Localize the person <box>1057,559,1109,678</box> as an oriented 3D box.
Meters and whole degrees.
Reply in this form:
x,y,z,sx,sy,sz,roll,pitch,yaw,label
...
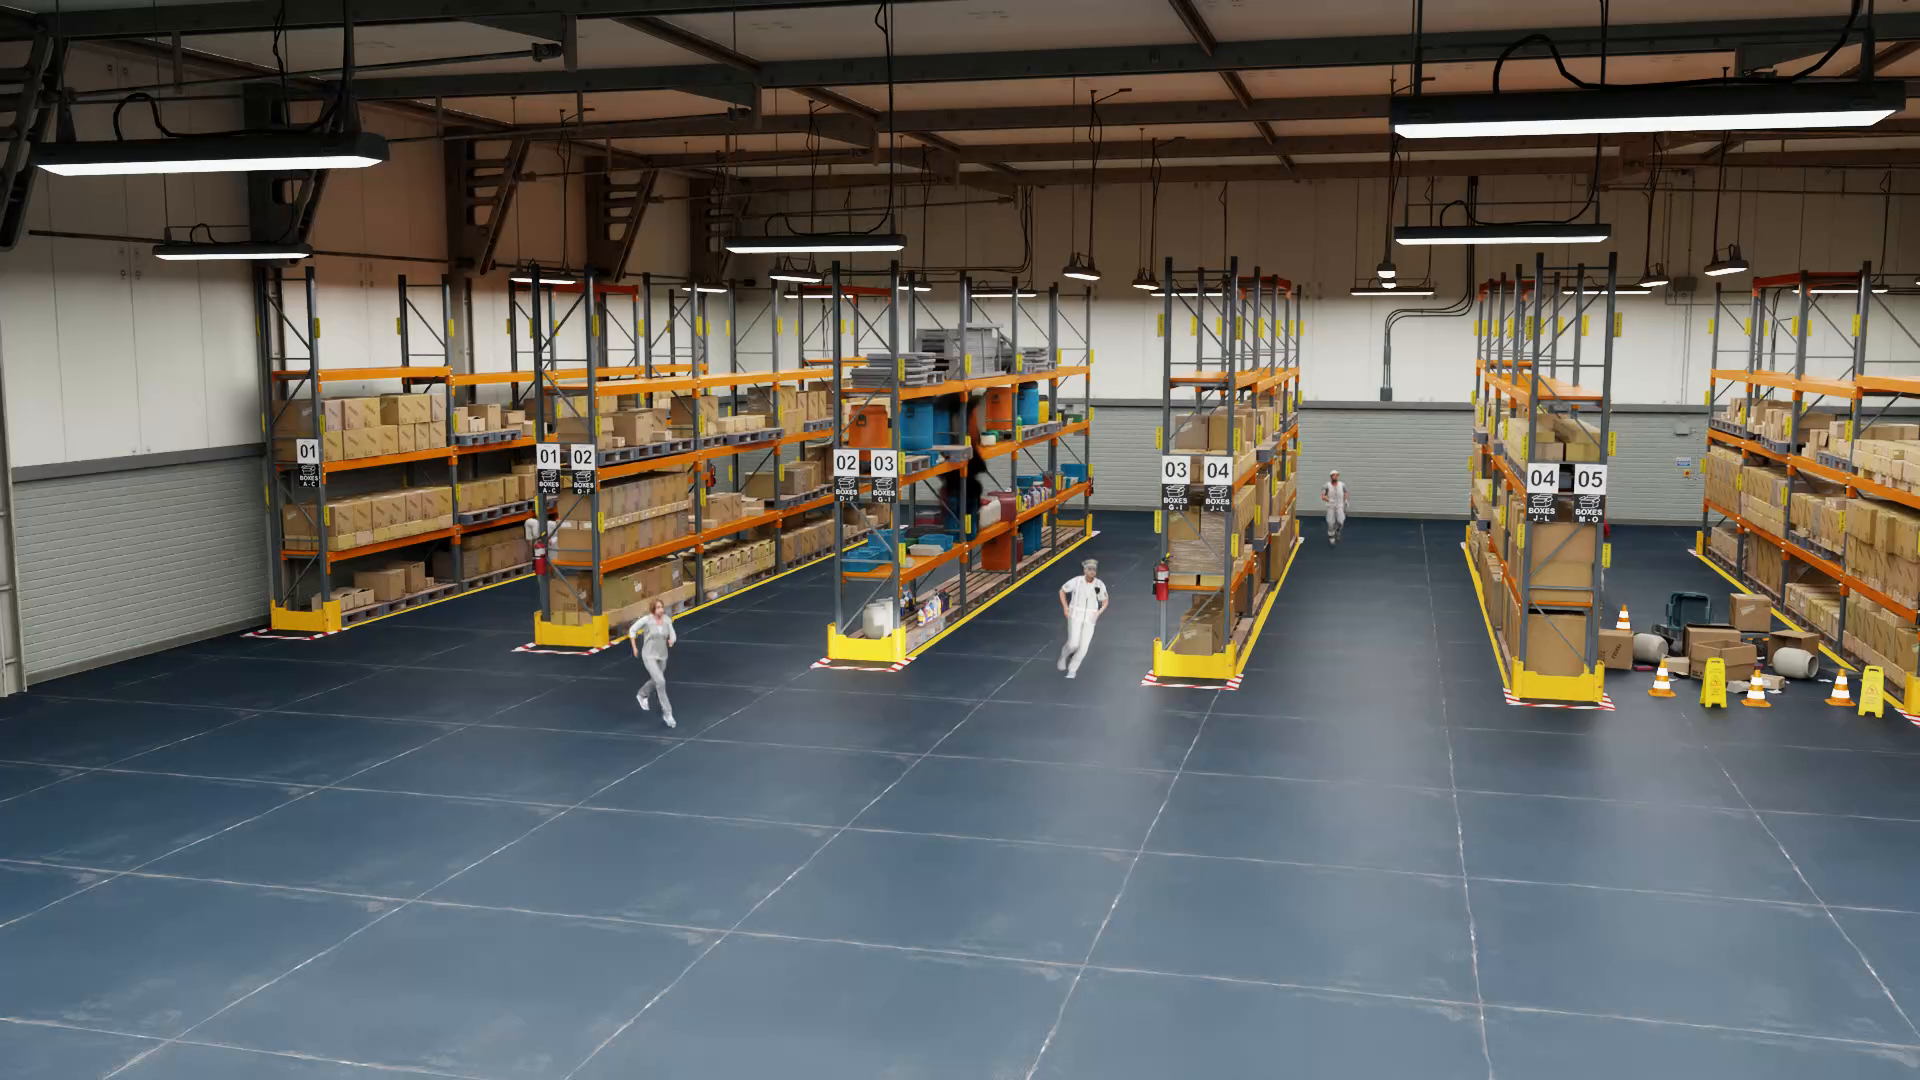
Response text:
x,y,z,sx,sy,sz,roll,pitch,yaw,label
1.791,1.129,23.963,0.716,1.731,0.547,-1,7,-6,person

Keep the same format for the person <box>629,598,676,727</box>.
x,y,z,sx,sy,sz,roll,pitch,yaw,label
-3.908,1.526,21.253,0.557,1.609,0.912,-6,9,-38,person

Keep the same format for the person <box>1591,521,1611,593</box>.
x,y,z,sx,sy,sz,roll,pitch,yaw,label
11.867,0.211,31.232,0.658,1.681,0.680,0,7,2,person

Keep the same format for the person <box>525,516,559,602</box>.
x,y,z,sx,sy,sz,roll,pitch,yaw,label
-7.696,0.267,30.985,0.753,1.744,1.054,0,7,3,person

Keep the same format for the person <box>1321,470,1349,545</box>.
x,y,z,sx,sy,sz,roll,pitch,yaw,label
8.681,-0.743,38.466,0.651,1.746,0.604,1,7,5,person
